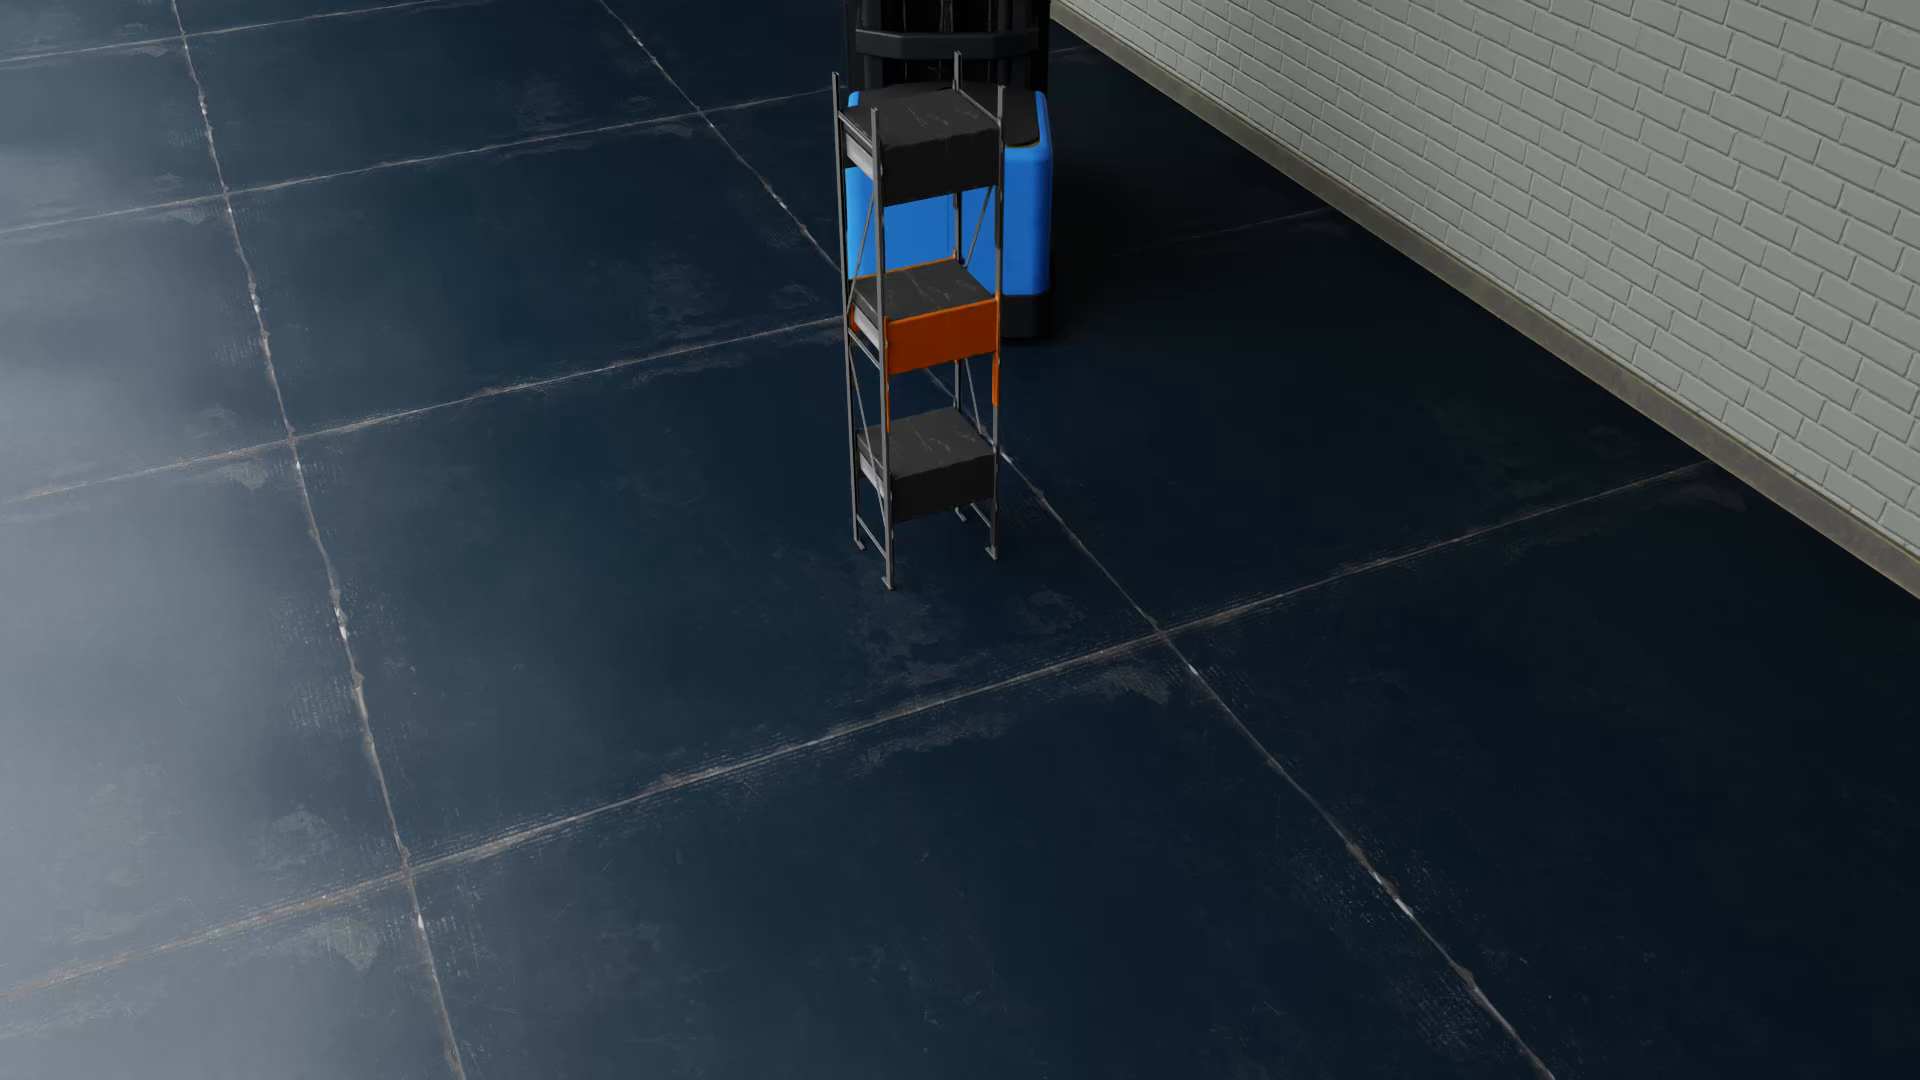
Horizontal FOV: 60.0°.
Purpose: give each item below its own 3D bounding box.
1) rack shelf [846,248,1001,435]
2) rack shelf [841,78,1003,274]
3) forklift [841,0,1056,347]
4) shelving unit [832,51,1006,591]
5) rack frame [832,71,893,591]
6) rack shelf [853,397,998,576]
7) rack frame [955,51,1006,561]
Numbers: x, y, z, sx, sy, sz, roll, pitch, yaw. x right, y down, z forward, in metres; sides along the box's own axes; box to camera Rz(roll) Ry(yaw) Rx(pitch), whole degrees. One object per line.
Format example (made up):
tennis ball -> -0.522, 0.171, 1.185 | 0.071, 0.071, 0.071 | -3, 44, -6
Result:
rack shelf -> -0.150, -0.791, 6.576 | 0.480, 0.518, 0.431 | -16, 39, -20
rack shelf -> -0.150, -1.353, 6.159 | 0.480, 0.518, 0.431 | -16, 39, -20
forklift -> -0.071, -3.007, 8.844 | 1.130, 2.935, 3.031 | 0, 37, 0
shelving unit -> -0.150, -0.801, 6.568 | 0.503, 2.100, 0.431 | -16, 39, -20
rack frame -> -0.371, -0.740, 6.485 | 0.015, 2.100, 0.400 | -16, 39, -20
rack shelf -> -0.150, -0.228, 6.993 | 0.480, 0.518, 0.431 | -16, 39, -20
rack frame -> 0.071, -0.863, 6.651 | 0.015, 2.100, 0.400 | -16, 39, -20
